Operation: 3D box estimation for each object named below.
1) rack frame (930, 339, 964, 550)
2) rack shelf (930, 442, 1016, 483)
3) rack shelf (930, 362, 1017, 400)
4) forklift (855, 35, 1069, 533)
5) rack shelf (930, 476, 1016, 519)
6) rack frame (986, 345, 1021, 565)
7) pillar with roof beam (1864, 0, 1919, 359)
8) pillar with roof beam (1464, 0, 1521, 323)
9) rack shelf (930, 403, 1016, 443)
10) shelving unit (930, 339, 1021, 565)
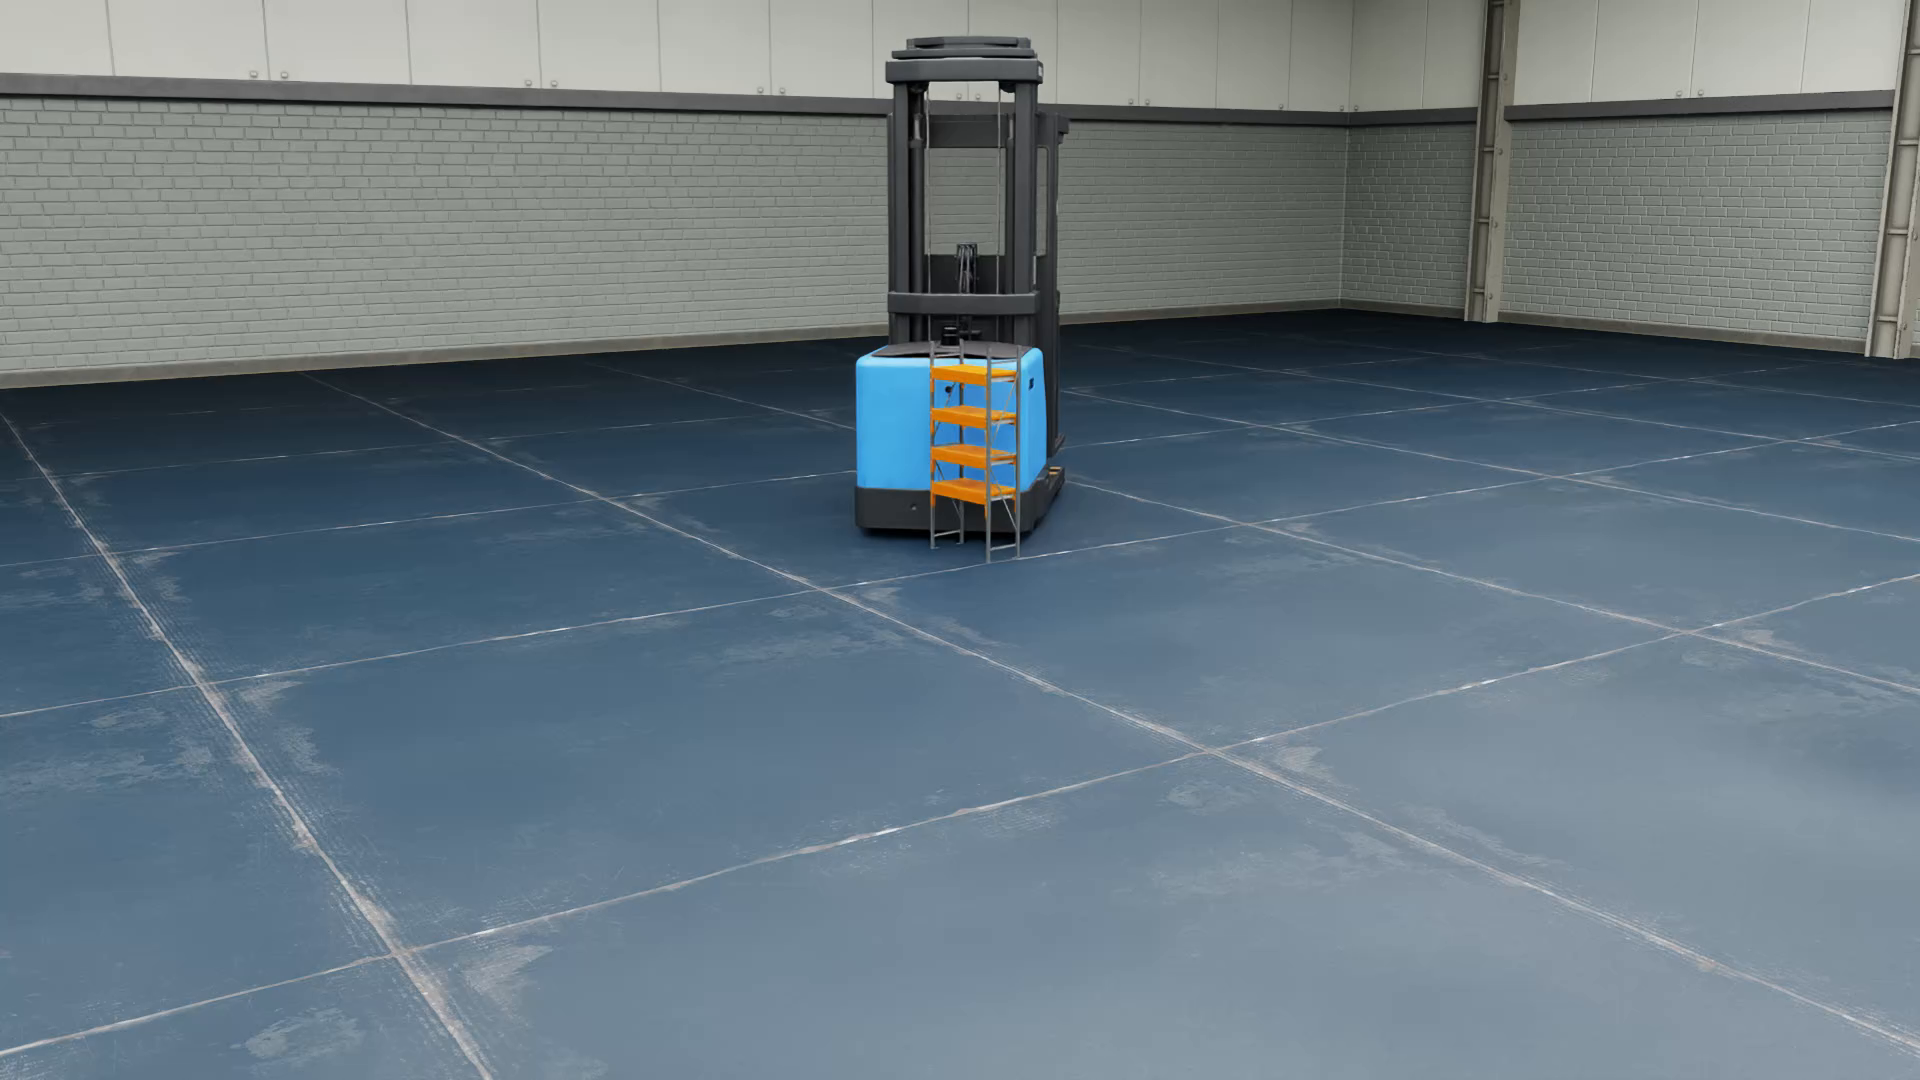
[{"bbox_3d":[-0.075,-0.545,9.545,0.240,1.200,0.015,-10,16,-39],"label":"rack frame"},{"bbox_3d":[0.083,-0.439,9.378,0.258,0.148,0.480,-10,16,-39],"label":"rack shelf"},{"bbox_3d":[0.083,-0.889,9.279,0.258,0.148,0.480,-10,16,-39],"label":"rack shelf"},{"bbox_3d":[0.121,-1.737,10.943,1.130,2.935,3.031,2,12,9],"label":"forklift"},{"bbox_3d":[0.083,-0.245,9.420,0.258,0.148,0.480,-10,16,-39],"label":"rack shelf"},{"bbox_3d":[0.241,-0.465,9.182,0.240,1.200,0.015,-10,16,-39],"label":"rack frame"},{"bbox_3d":[7.500,-6.076,16.583,9.100,9.000,0.400,-8,15,-33],"label":"pillar with roof beam"},{"bbox_3d":[4.176,-7.143,21.462,9.100,9.000,0.400,-8,15,-33],"label":"pillar with roof beam"},{"bbox_3d":[0.083,-0.658,9.330,0.258,0.148,0.480,-10,16,-39],"label":"rack shelf"},{"bbox_3d":[0.083,-0.505,9.363,0.258,1.200,0.503,-10,16,-39],"label":"shelving unit"}]
